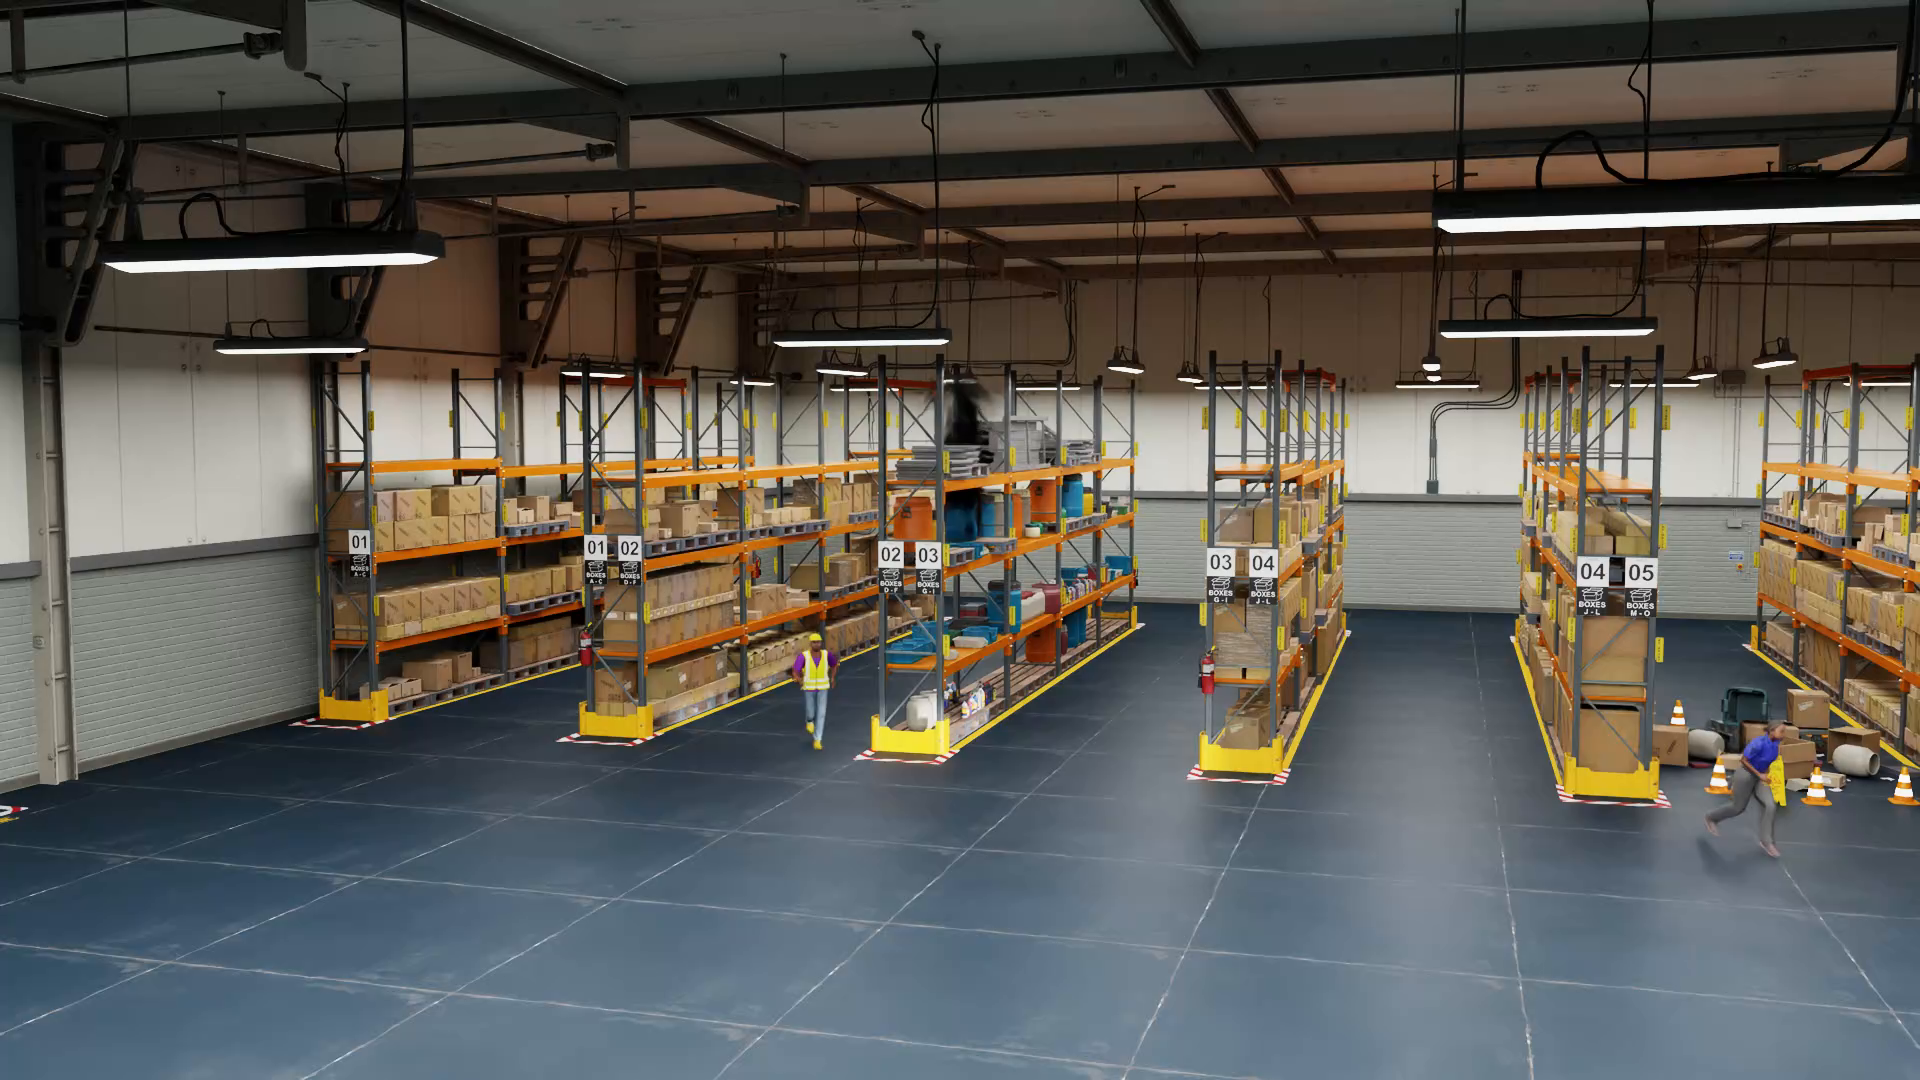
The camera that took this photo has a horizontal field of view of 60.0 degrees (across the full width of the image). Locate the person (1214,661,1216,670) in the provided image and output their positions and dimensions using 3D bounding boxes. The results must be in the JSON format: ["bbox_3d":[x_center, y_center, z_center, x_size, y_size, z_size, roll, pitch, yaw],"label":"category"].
[{"bbox_3d":[5.084,1.713,32.616,0.653,1.689,0.902,0,4,6],"label":"person"}]

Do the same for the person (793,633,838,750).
[{"bbox_3d":[-2.230,2.314,25.730,0.708,1.762,0.825,-1,4,-10],"label":"person"}]

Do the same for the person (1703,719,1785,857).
[{"bbox_3d":[9.216,2.843,19.518,0.610,1.614,0.975,-3,5,-36],"label":"person"}]
